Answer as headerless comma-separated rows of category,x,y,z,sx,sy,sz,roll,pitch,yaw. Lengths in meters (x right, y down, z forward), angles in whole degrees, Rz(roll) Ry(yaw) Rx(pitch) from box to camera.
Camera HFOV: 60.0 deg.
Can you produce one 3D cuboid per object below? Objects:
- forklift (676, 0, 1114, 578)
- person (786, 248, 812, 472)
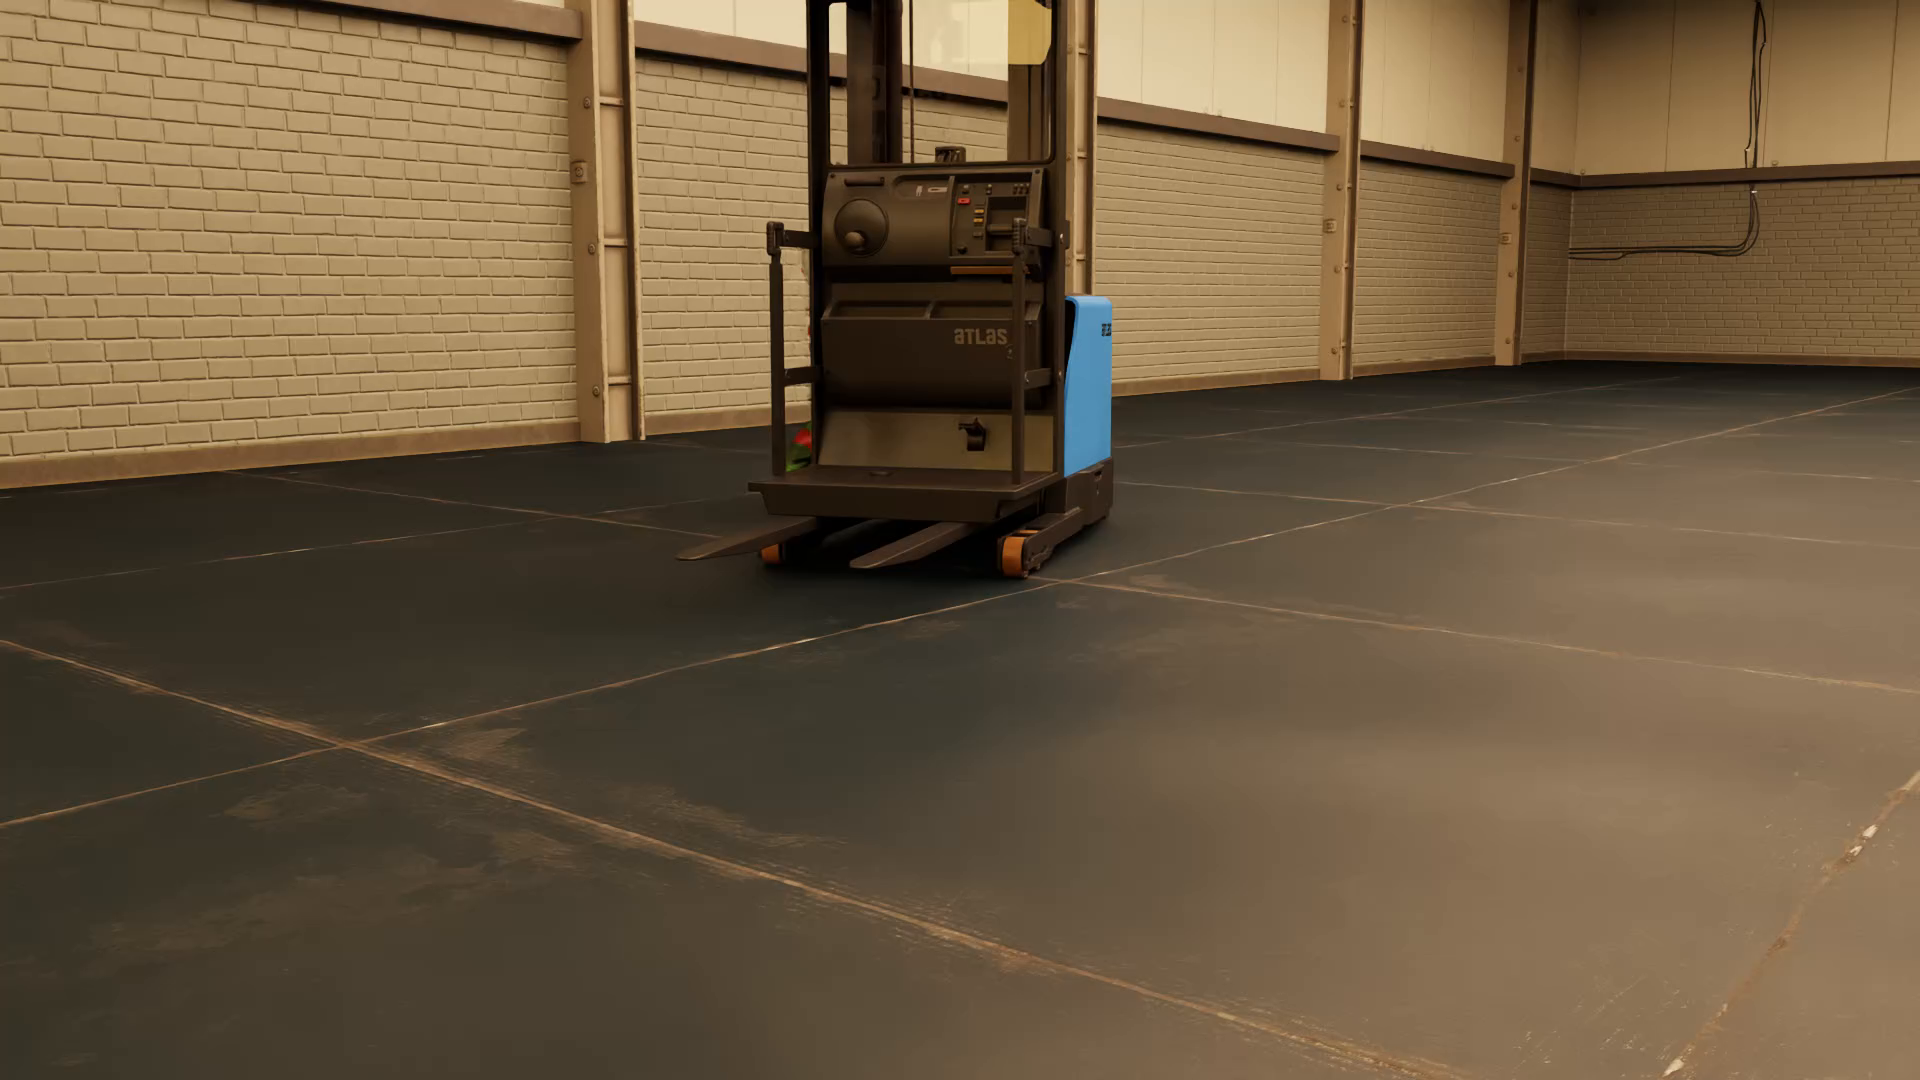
forklift,-0.176,-1.366,6.616,1.130,2.935,3.031,3,9,17
person,-0.511,-1.011,8.580,0.828,1.697,0.756,-5,10,-32
